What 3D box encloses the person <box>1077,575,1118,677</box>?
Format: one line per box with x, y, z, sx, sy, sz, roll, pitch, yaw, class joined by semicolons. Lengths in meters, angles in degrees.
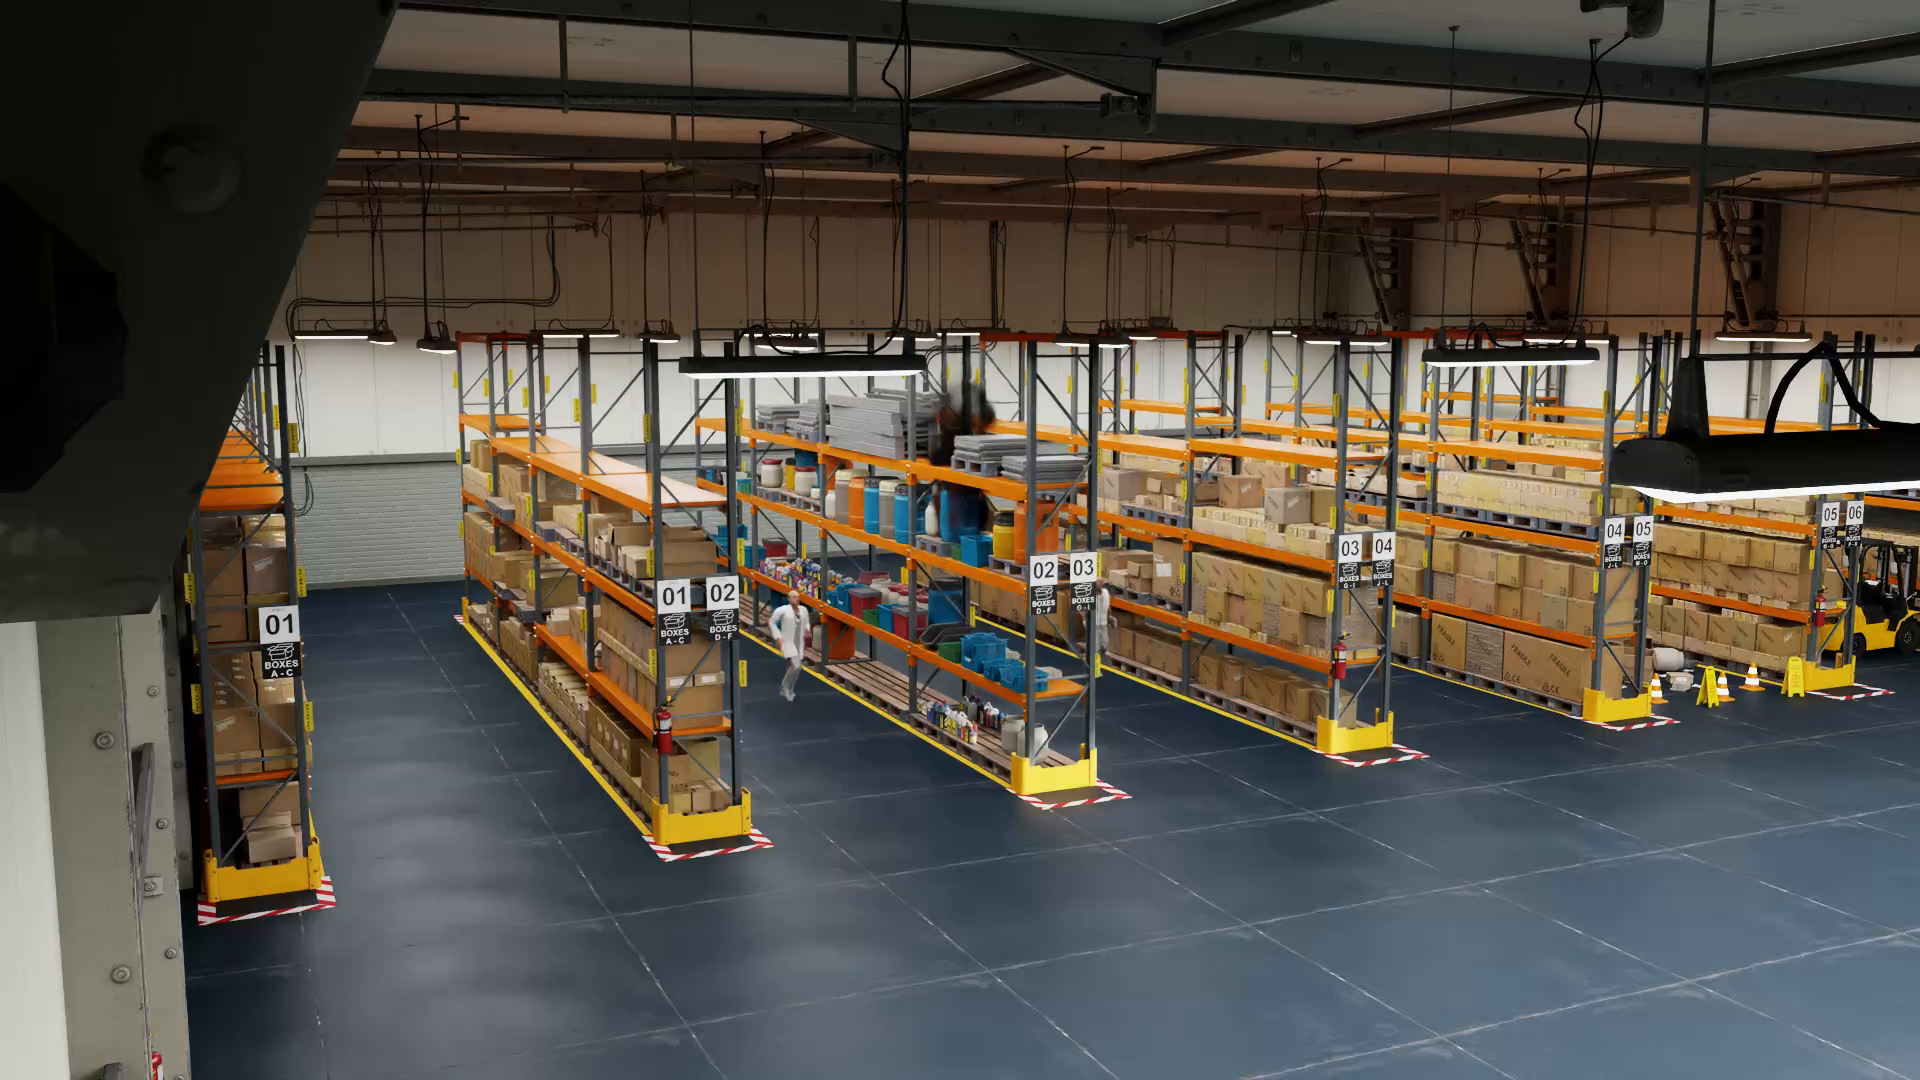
2.242;1.408;28.078;0.664;1.740;0.637;-4;9;-29;person

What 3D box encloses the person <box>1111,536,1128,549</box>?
4.115;-0.154;42.113;0.525;1.692;0.906;3;8;21;person

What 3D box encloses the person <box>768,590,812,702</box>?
-2.628;1.670;26.233;0.627;1.777;0.760;-7;10;-41;person
